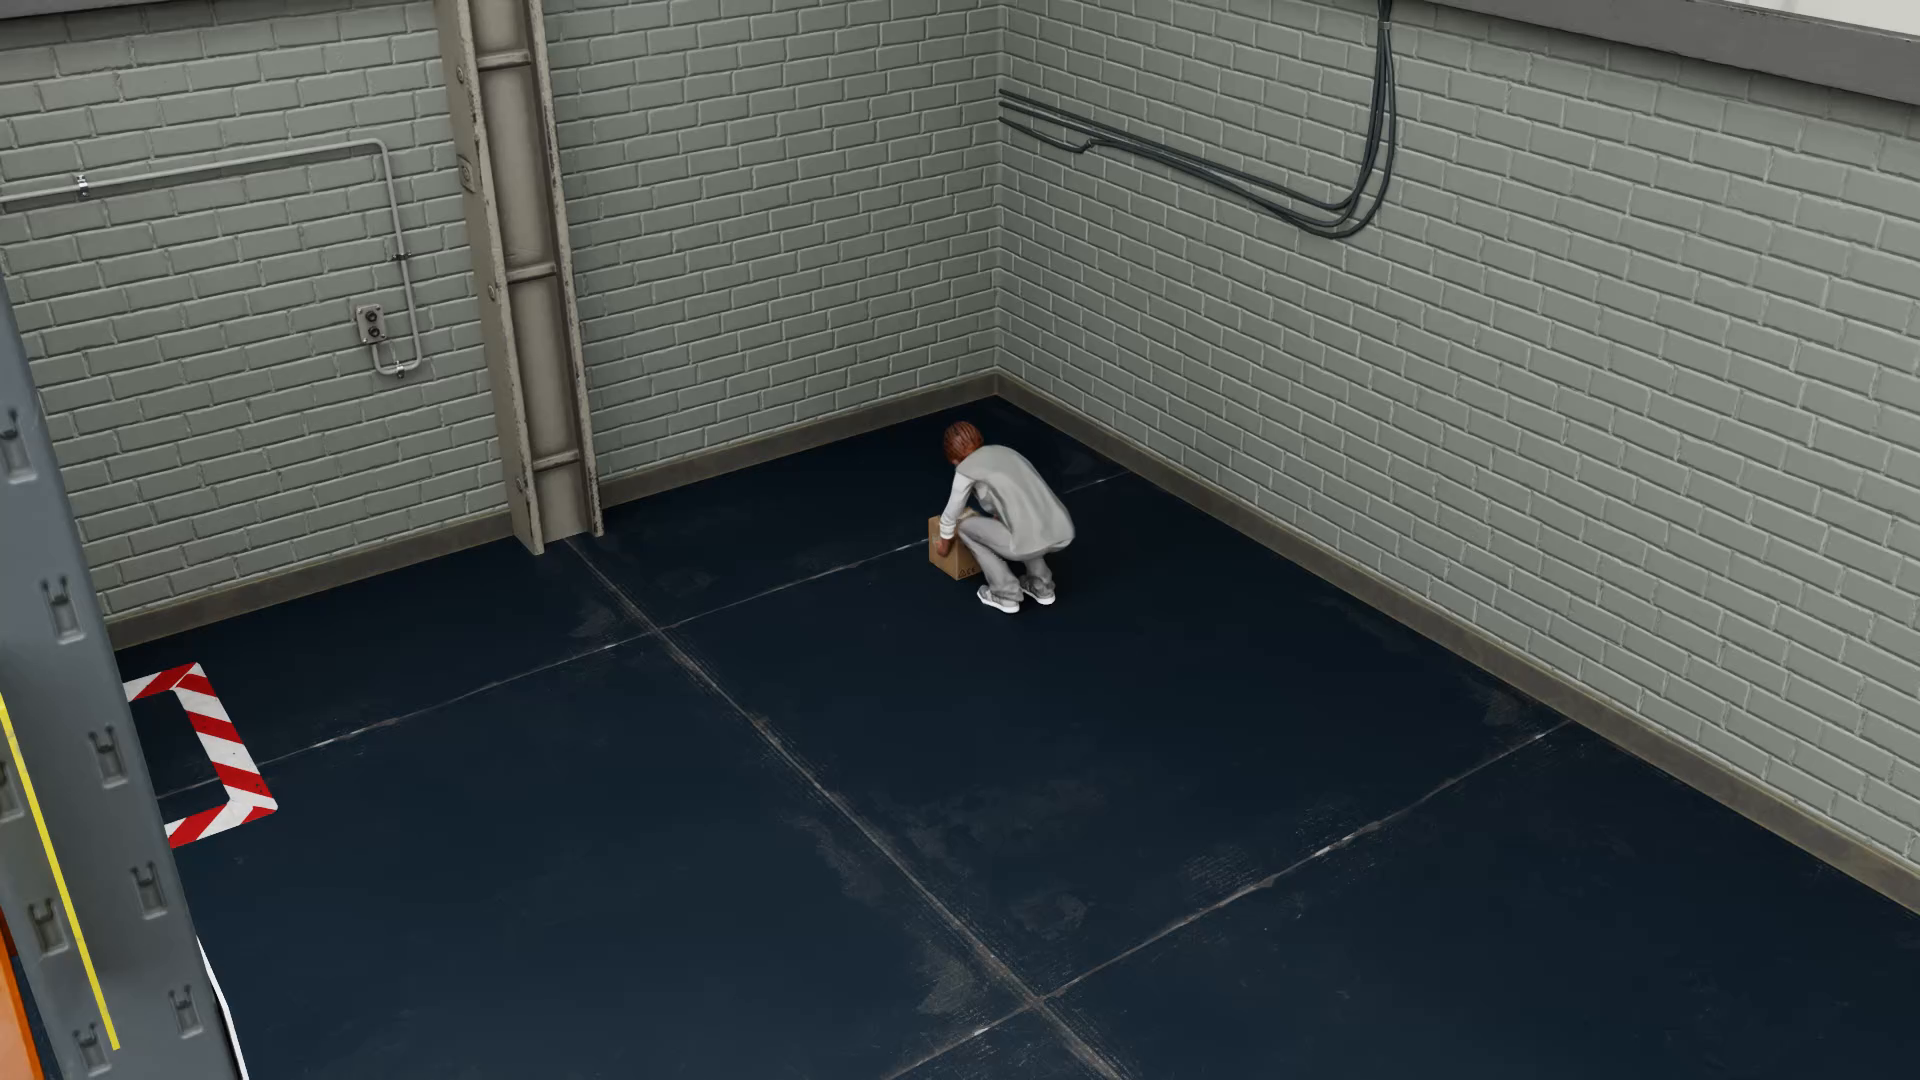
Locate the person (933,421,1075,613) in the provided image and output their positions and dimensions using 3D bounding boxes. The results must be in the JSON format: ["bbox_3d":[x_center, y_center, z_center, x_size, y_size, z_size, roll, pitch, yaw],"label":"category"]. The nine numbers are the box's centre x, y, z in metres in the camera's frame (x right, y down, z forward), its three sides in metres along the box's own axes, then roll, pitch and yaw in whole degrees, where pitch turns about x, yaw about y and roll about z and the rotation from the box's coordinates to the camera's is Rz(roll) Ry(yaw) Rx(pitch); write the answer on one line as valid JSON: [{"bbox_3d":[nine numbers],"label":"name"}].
[{"bbox_3d":[0.213,-0.093,8.100,0.443,0.829,0.803,-19,34,-31],"label":"person"}]
